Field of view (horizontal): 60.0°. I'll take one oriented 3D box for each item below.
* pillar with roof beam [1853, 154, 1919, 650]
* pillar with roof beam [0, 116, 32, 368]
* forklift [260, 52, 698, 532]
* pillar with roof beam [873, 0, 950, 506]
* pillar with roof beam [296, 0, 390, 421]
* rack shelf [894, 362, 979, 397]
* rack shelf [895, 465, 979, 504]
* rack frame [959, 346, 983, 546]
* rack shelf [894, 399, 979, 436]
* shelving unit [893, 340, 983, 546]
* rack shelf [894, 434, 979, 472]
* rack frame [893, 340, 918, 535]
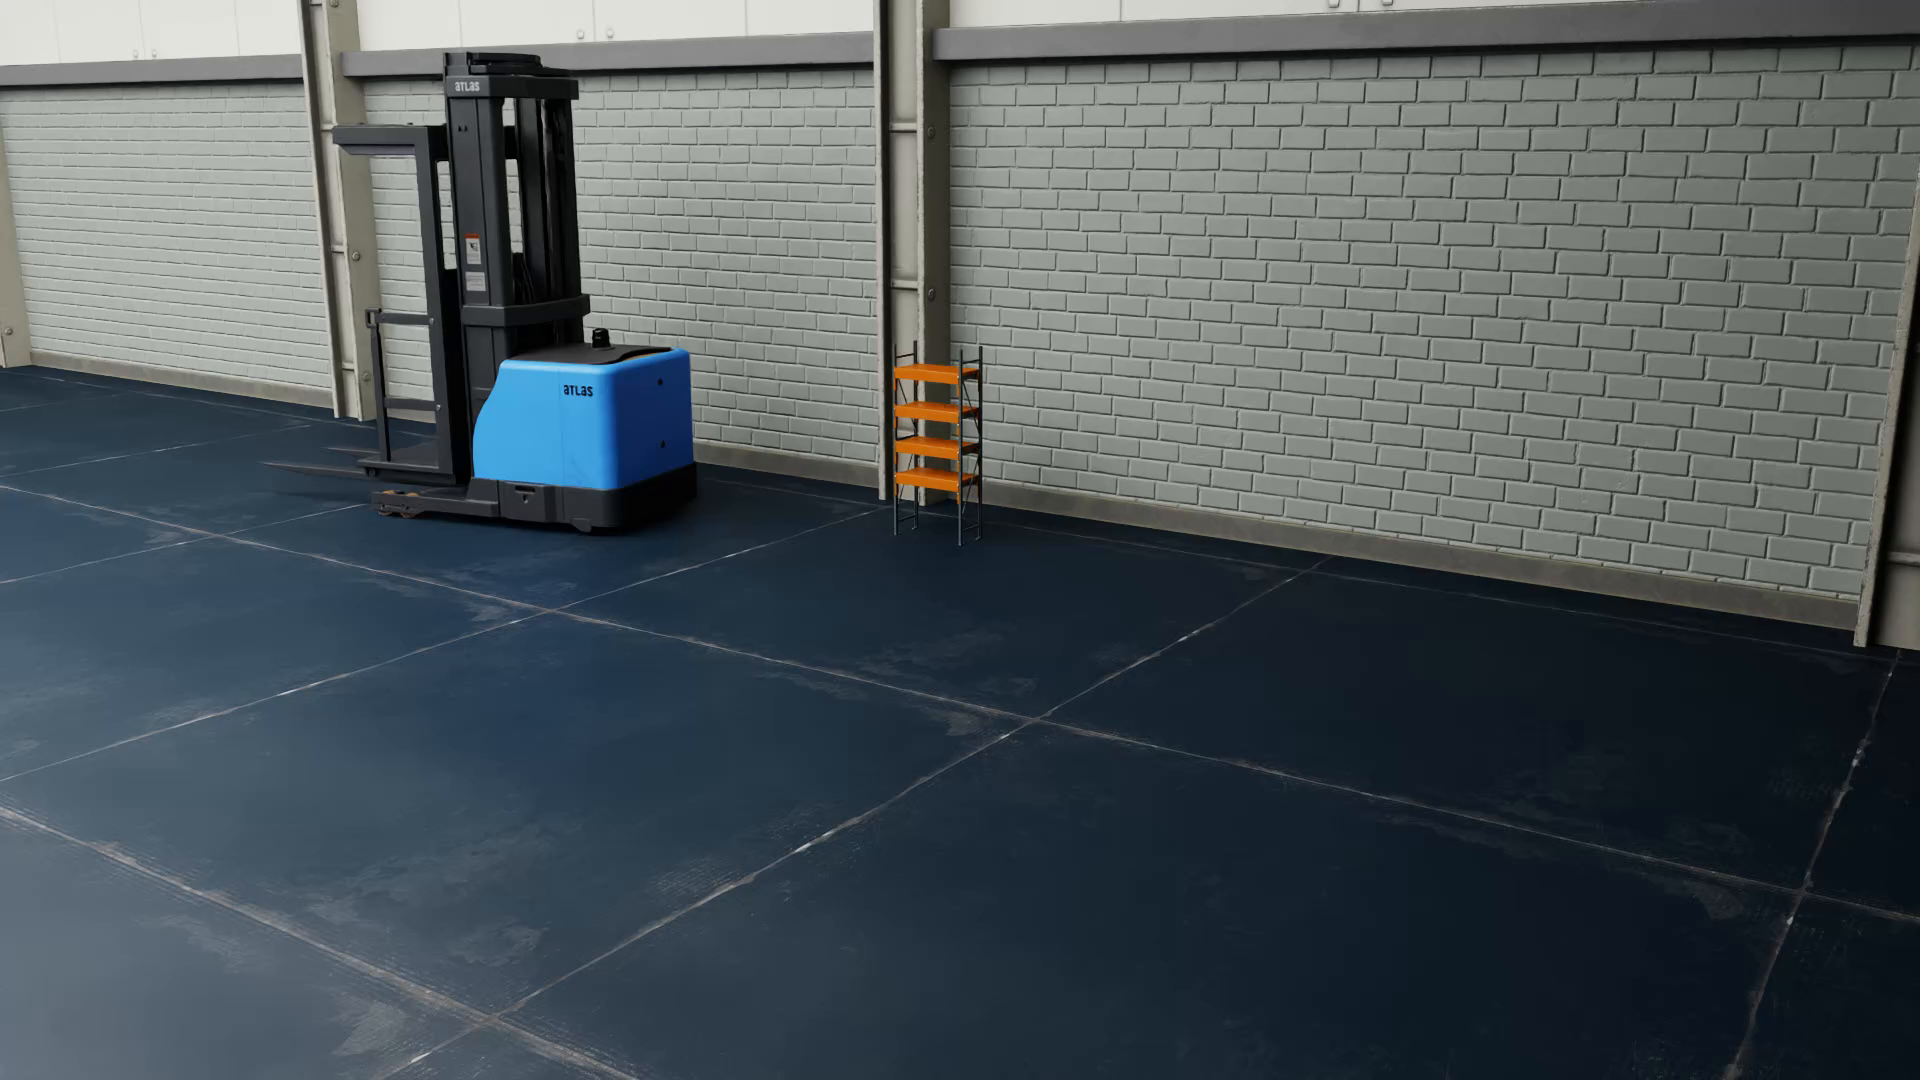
[{"bbox_3d":[2.263,-2.993,3.687,0.400,9.000,9.100,9,17,33],"label":"pillar with roof beam"},{"bbox_3d":[-12.672,-5.407,13.438,0.400,9.000,9.100,9,17,33],"label":"pillar with roof beam"},{"bbox_3d":[-3.335,-1.676,10.994,3.031,2.935,1.130,6,15,21],"label":"forklift"},{"bbox_3d":[-2.715,-3.798,6.937,0.400,9.000,9.100,9,17,33],"label":"pillar with roof beam"},{"bbox_3d":[-7.694,-4.602,10.188,0.400,9.000,9.100,9,17,33],"label":"pillar with roof beam"},{"bbox_3d":[-0.137,-0.986,10.174,0.480,0.148,0.258,9,17,33],"label":"rack shelf"},{"bbox_3d":[-0.137,-0.347,10.333,0.480,0.148,0.258,9,17,33],"label":"rack shelf"},{"bbox_3d":[0.065,-0.572,10.136,0.015,1.200,0.240,9,17,33],"label":"rack frame"},{"bbox_3d":[-0.137,-0.756,10.231,0.480,0.148,0.258,9,17,33],"label":"rack shelf"},{"bbox_3d":[-0.137,-0.605,10.269,0.503,1.200,0.258,9,17,33],"label":"shelving unit"},{"bbox_3d":[-0.137,-0.539,10.285,0.480,0.148,0.258,9,17,33],"label":"rack shelf"},{"bbox_3d":[-0.340,-0.637,10.401,0.015,1.200,0.240,9,17,33],"label":"rack frame"}]
